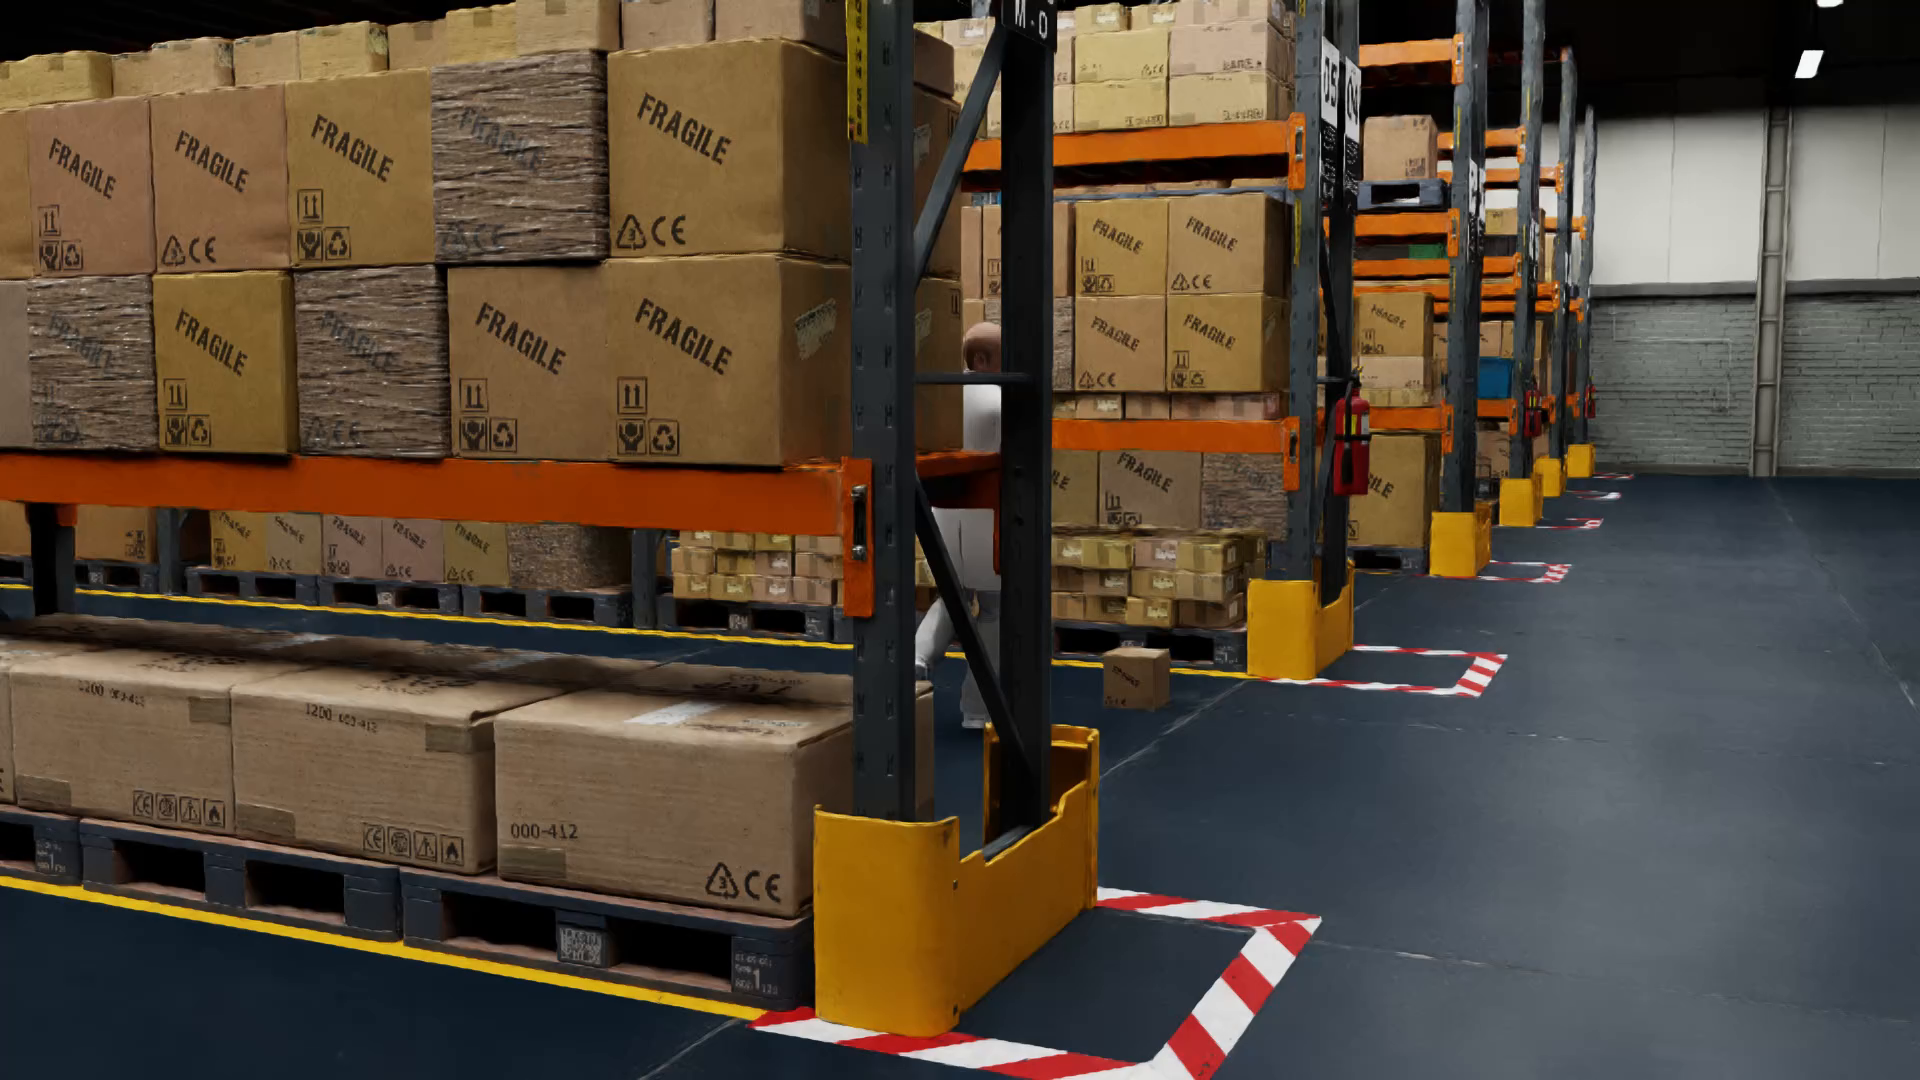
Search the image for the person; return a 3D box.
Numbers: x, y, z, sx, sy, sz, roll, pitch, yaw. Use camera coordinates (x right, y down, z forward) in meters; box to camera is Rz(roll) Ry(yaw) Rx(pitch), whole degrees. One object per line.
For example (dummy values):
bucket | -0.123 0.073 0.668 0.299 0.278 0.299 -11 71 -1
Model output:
person | -3.041 -0.785 14.902 14.178 1.756 10.683 3 6 32
